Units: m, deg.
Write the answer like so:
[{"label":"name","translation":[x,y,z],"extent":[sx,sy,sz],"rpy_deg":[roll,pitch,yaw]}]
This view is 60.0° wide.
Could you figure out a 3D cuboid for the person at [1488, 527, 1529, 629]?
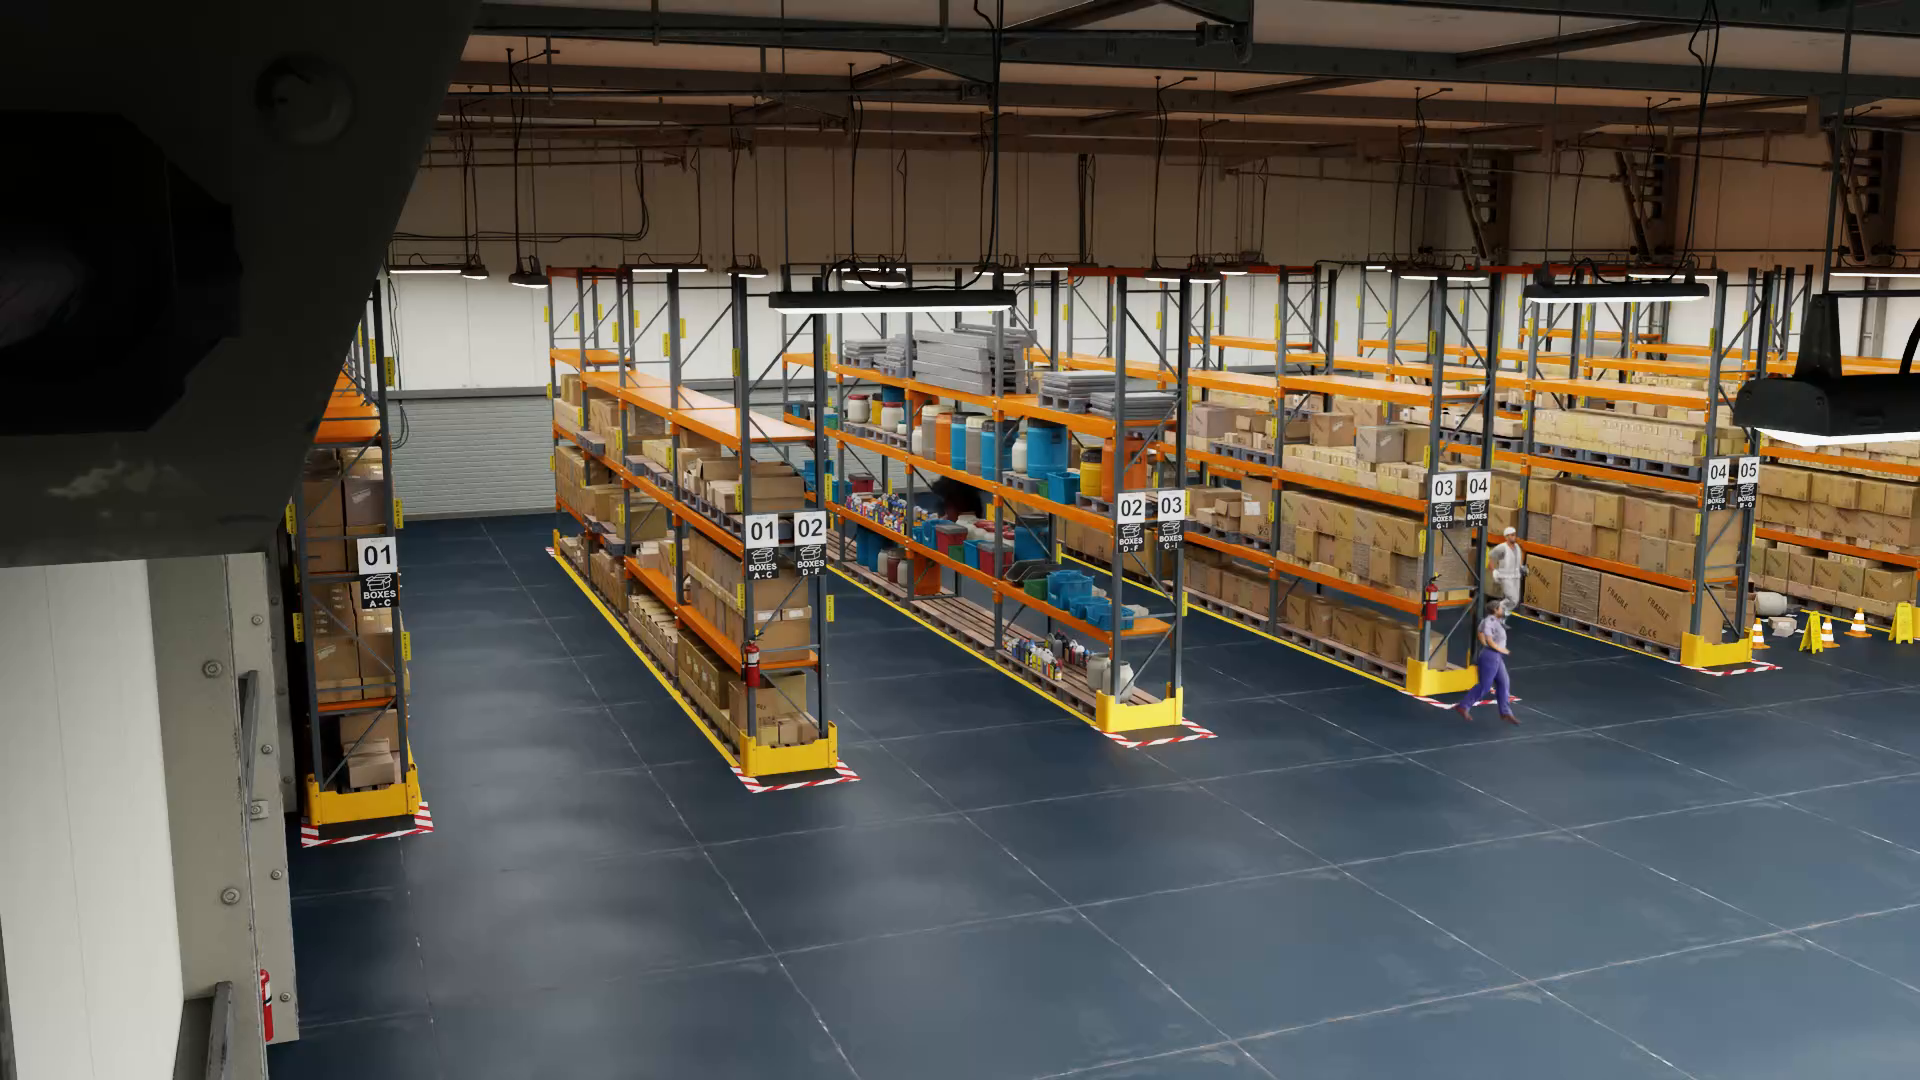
[{"label":"person","translation":[9.228,0.652,27.849],"extent":[0.650,1.740,0.577],"rpy_deg":[-5,11,-28]}]

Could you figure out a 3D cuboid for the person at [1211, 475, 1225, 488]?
[{"label":"person","translation":[6.465,-1.664,41.398],"extent":[0.758,1.719,0.593],"rpy_deg":[5,11,25]}]

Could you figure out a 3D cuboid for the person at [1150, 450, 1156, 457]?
[{"label":"person","translation":[4.498,-1.265,38.984],"extent":[0.764,1.713,0.816],"rpy_deg":[0,10,0]}]

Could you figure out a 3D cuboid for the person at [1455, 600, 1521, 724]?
[{"label":"person","translation":[7.198,1.631,22.518],"extent":[0.867,1.641,0.691],"rpy_deg":[3,10,19]}]
